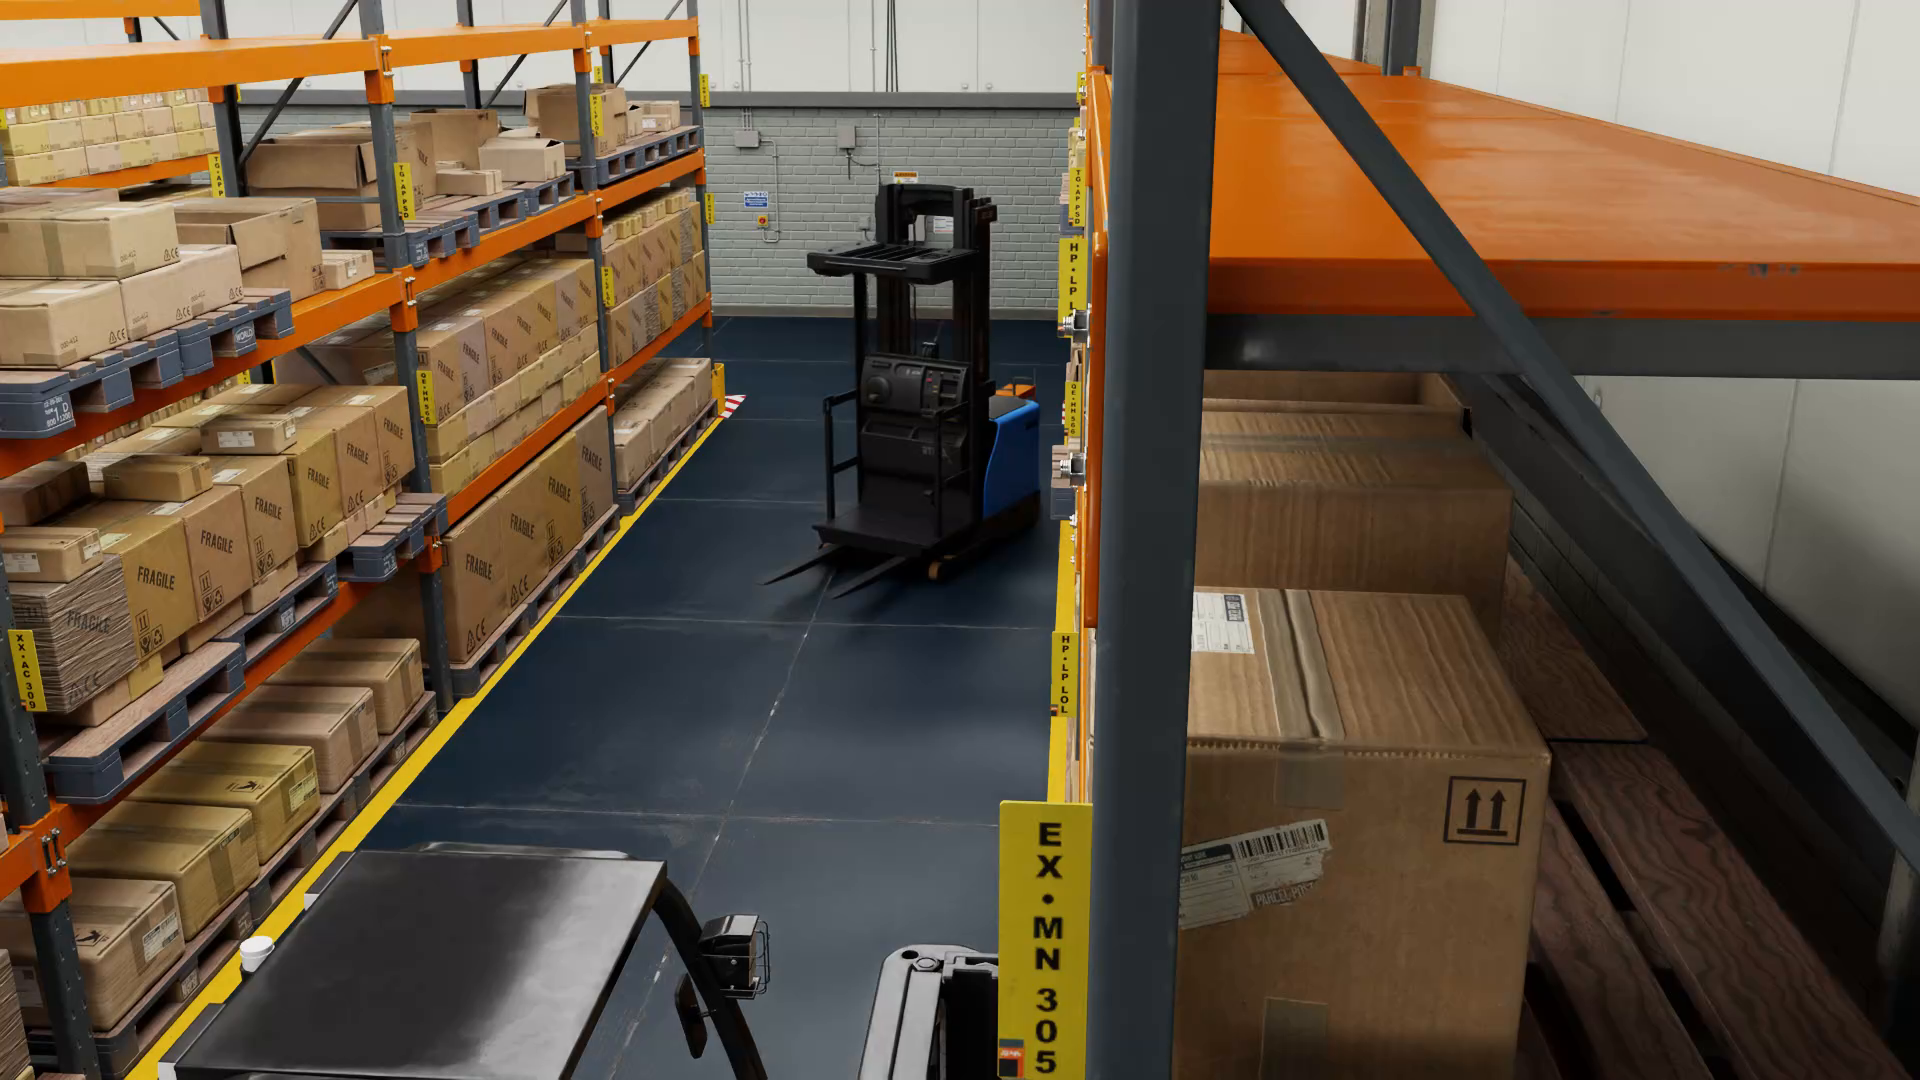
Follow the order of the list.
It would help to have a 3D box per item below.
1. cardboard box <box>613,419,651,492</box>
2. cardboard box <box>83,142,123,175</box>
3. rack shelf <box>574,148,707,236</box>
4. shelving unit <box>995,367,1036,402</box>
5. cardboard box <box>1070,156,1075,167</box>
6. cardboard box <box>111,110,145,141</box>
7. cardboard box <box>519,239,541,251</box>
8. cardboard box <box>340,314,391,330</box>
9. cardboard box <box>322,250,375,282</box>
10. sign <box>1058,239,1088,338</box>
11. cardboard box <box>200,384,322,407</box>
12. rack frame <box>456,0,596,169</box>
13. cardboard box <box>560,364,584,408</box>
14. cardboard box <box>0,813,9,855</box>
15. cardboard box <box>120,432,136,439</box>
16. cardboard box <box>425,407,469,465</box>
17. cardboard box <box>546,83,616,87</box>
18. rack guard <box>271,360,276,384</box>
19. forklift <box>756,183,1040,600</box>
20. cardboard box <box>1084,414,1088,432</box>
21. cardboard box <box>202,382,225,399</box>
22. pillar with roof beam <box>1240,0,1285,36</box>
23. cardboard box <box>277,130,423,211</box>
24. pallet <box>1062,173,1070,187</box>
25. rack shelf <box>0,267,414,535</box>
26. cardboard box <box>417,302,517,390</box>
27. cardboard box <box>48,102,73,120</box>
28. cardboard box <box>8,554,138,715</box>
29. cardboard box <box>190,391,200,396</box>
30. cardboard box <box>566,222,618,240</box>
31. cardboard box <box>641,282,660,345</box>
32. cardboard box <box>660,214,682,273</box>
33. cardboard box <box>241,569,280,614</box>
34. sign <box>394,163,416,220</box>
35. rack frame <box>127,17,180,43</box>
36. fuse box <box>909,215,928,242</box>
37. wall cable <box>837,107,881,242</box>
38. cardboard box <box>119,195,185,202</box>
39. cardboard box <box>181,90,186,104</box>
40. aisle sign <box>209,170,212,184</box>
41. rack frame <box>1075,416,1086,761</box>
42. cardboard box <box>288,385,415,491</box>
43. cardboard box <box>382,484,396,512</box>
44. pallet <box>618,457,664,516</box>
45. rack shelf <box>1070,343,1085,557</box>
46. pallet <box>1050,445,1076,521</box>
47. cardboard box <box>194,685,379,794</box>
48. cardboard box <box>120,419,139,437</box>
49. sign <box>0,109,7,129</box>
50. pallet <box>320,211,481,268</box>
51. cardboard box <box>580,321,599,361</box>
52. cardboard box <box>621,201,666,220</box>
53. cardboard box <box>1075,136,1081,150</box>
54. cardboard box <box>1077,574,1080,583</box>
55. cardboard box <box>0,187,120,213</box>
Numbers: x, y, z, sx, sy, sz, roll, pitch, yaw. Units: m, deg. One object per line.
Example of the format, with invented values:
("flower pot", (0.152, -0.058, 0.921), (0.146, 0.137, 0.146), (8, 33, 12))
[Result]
("cardboard box", (-3.309, -0.768, 14.890), (0.875, 0.438, 0.875), (1, 18, 3))
("cardboard box", (-8.025, -3.482, 15.155), (0.500, 0.250, 0.500), (2, 18, 6))
("rack shelf", (-3.317, -3.298, 15.509), (1.077, 0.370, 4.000), (1, 18, 4))
("shelving unit", (0.460, -0.874, 14.664), (0.258, 1.200, 0.503), (8, 20, 22))
("cardboard box", (0.995, -2.716, 12.145), (0.380, 0.149, 0.250), (2, 18, 5))
("cardboard box", (-8.020, -3.883, 15.578), (0.500, 0.250, 0.500), (0, 18, 2))
("cardboard box", (-3.756, -2.527, 14.010), (0.380, 0.149, 0.250), (1, 18, 3))
("cardboard box", (-3.943, -1.200, 11.000), (0.500, 0.500, 0.500), (2, 18, 5))
("cardboard box", (-3.561, -1.555, 9.436), (0.380, 0.149, 0.250), (1, 18, 4))
("sign", (0.375, -0.829, 5.482), (0.100, 0.325, 0.005), (1, 18, 4))
("cardboard box", (-4.011, -0.605, 9.639), (0.500, 0.500, 0.500), (1, 18, 2))
("rack frame", (-3.461, -4.444, 13.034), (1.000, 3.000, 0.127), (1, 18, 4))
("cardboard box", (-3.279, -1.219, 13.067), (0.500, 0.250, 0.500), (1, 18, 3))
("cardboard box", (-3.753, 1.117, 6.099), (0.380, 0.149, 0.250), (1, 18, 3))
("cardboard box", (-8.121, -0.948, 15.904), (0.380, 0.149, 0.250), (1, 18, 2))
("cardboard box", (-3.465, -0.669, 10.586), (0.500, 0.250, 0.500), (1, 18, 4))
("cardboard box", (-3.468, -3.933, 15.296), (0.500, 0.500, 0.500), (2, 18, 5))
("rack guard", (-8.124, -1.703, 18.318), (1.175, 0.500, 0.348), (1, 18, 4))
("forklift", (-0.470, -1.221, 12.942), (1.130, 2.935, 3.031), (10, 21, 28))
("cardboard box", (0.508, -0.154, 4.138), (0.396, 0.266, 0.258), (1, 18, 3))
("cardboard box", (-7.907, -1.569, 17.321), (0.380, 0.149, 0.250), (1, 18, 2))
("pillar with roof beam", (-1.855, -4.627, 13.591), (9.100, 9.000, 0.400), (1, 18, 4))
("cardboard box", (-3.866, -2.335, 10.580), (0.700, 0.500, 0.500), (0, 18, 1))
("pallet", (1.374, -2.619, 12.583), (1.213, 0.211, 1.003), (1, 18, 4))
("rack shelf", (-3.891, -0.813, 7.926), (1.077, 0.370, 4.000), (1, 18, 4))
("cardboard box", (-3.390, -1.336, 11.417), (0.500, 0.500, 0.500), (2, 18, 5))
("cardboard box", (-8.065, -3.781, 14.626), (0.380, 0.149, 0.250), (1, 18, 2))
("cardboard box", (-3.715, 0.364, 6.683), (0.500, 0.500, 0.500), (2, 18, 5))
("cardboard box", (-7.916, -1.548, 16.780), (0.380, 0.149, 0.250), (2, 18, 6))
("cardboard box", (-3.201, -2.677, 14.467), (0.380, 0.149, 0.250), (1, 18, 3))
("cardboard box", (-3.084, -2.091, 15.327), (0.500, 0.500, 0.500), (1, 18, 4))
("cardboard box", (-3.018, -2.887, 16.149), (0.500, 0.500, 0.500), (1, 18, 4))
("cardboard box", (-3.558, 0.242, 8.095), (0.380, 0.149, 0.250), (2, 18, 6))
("sign", (-3.206, -2.009, 9.591), (0.100, 0.325, 0.005), (1, 18, 4))
("rack frame", (-8.119, -5.766, 17.067), (1.000, 3.000, 0.127), (1, 18, 4))
("fuse box", (-0.708, -3.883, 23.025), (0.539, 1.711, 0.414), (1, 18, 4))
("wall cable", (-1.378, -5.042, 22.862), (0.588, 1.984, 0.122), (1, 18, 4))
("cardboard box", (-7.968, -3.112, 16.359), (0.500, 0.500, 0.500), (2, 18, 7))
("cardboard box", (-7.982, -4.432, 16.612), (0.380, 0.149, 0.250), (1, 18, 2))
("aisle sign", (-7.814, -4.166, 17.645), (0.394, 0.787, 0.004), (1, 18, 4))
("rack frame", (0.917, 1.001, 6.051), (1.000, 3.000, 0.127), (1, 18, 4))
("cardboard box", (-3.503, -0.592, 9.600), (0.500, 0.500, 0.500), (1, 18, 2))
("cardboard box", (-3.483, -0.239, 9.565), (0.380, 0.149, 0.250), (2, 18, 5))
("pallet", (-3.328, -0.503, 15.118), (1.003, 0.211, 1.213), (1, 18, 4))
("rack shelf", (1.060, -0.704, 7.592), (1.077, 0.370, 4.000), (1, 18, 4))
("pallet", (1.182, -0.362, 10.520), (1.213, 0.211, 1.003), (1, 18, 4))
("cardboard box", (-3.843, 1.103, 9.286), (0.950, 0.372, 0.625), (1, 18, 3))
("cardboard box", (-8.085, -1.090, 15.858), (0.380, 0.149, 0.250), (2, 18, 6))
("sign", (-7.851, -3.519, 13.566), (0.100, 0.325, 0.005), (1, 18, 4))
("pallet", (-3.754, -1.888, 10.353), (1.213, 0.211, 1.003), (2, 18, 6))
("cardboard box", (-3.250, -1.617, 13.479), (0.500, 0.250, 0.500), (1, 18, 4))
("cardboard box", (-3.037, -3.153, 15.920), (0.380, 0.149, 0.250), (2, 18, 5))
("cardboard box", (1.031, -2.852, 12.084), (0.380, 0.149, 0.250), (1, 18, 3))
("cardboard box", (0.769, 0.358, 7.452), (0.500, 0.250, 0.500), (2, 18, 5))
("cardboard box", (-4.069, -1.400, 7.325), (0.500, 0.250, 0.500), (2, 18, 5))
